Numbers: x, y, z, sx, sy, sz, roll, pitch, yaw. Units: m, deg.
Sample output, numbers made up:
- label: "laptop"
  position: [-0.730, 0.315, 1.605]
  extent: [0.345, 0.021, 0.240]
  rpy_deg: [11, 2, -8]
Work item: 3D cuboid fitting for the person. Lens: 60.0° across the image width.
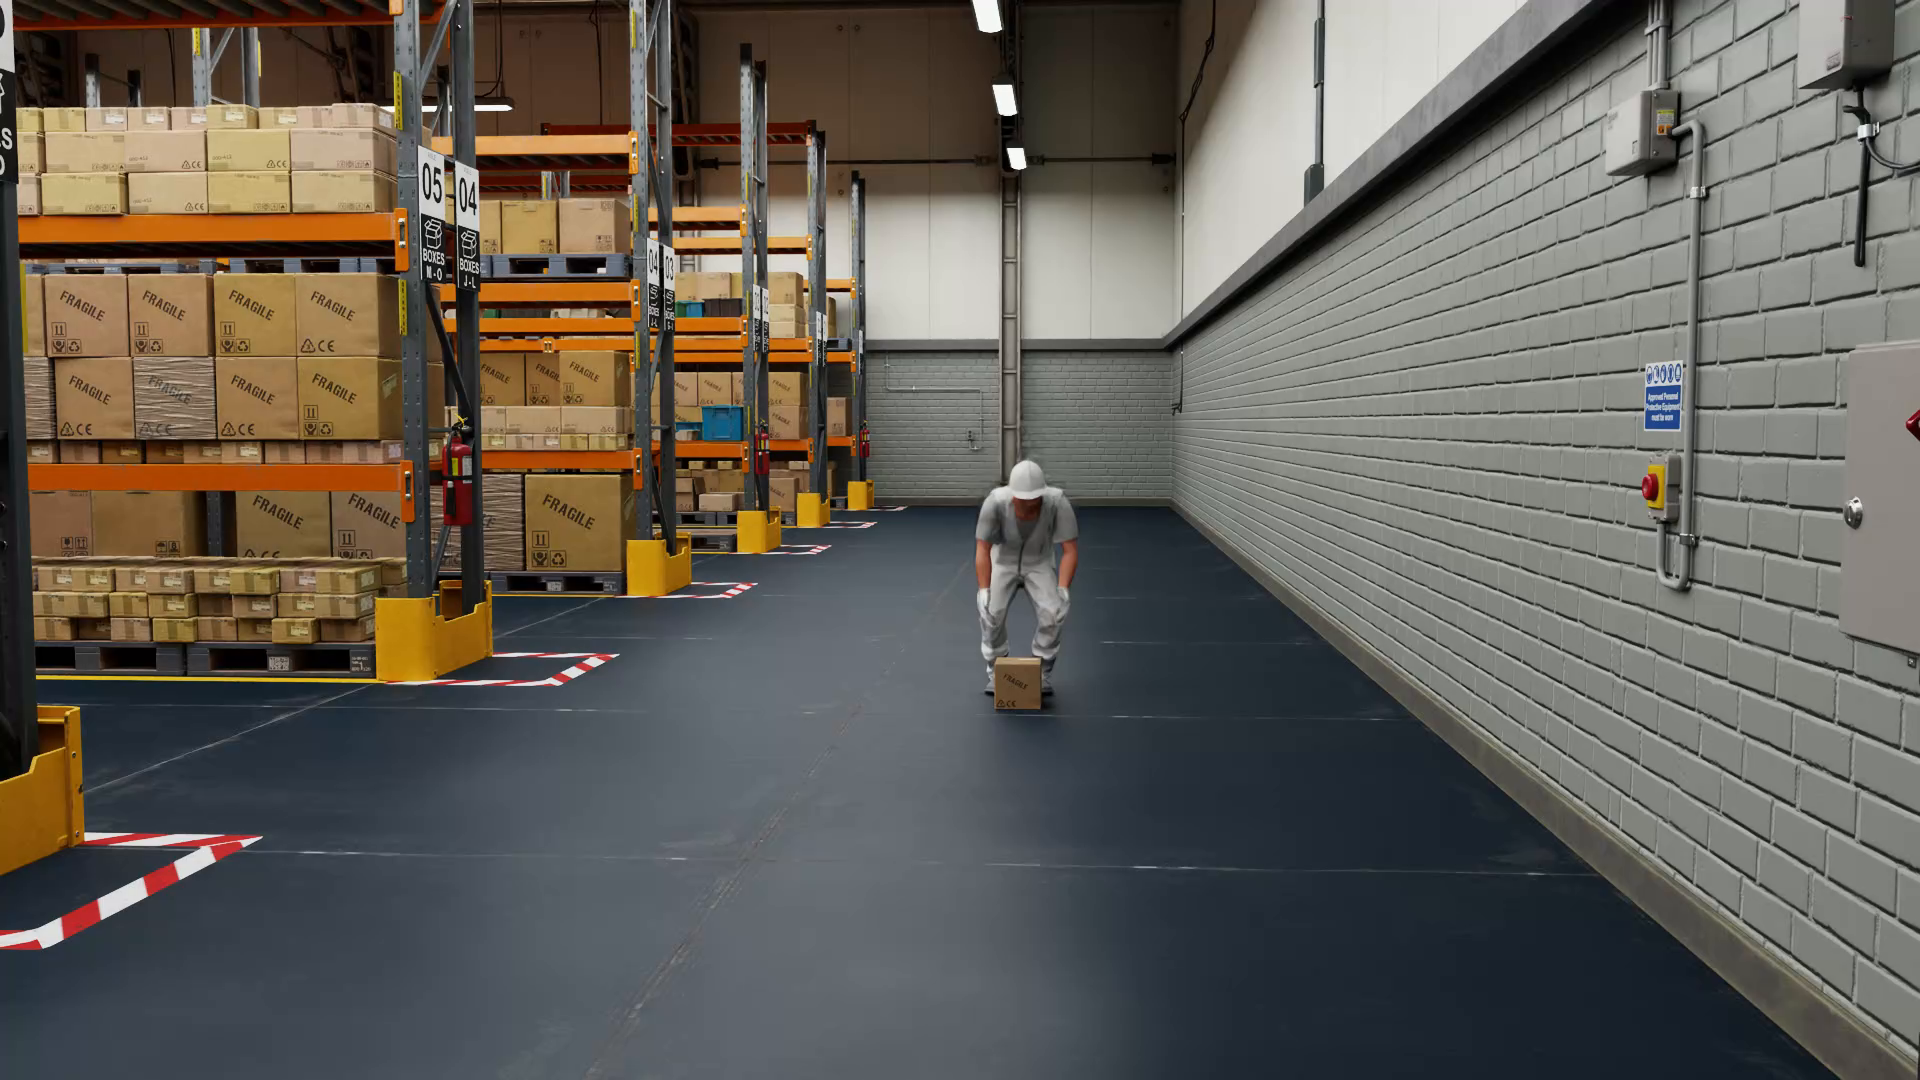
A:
- label: "person"
  position: [0.385, 0.213, 9.499]
  extent: [0.584, 1.351, 0.795]
  rpy_deg: [0, 4, 4]
